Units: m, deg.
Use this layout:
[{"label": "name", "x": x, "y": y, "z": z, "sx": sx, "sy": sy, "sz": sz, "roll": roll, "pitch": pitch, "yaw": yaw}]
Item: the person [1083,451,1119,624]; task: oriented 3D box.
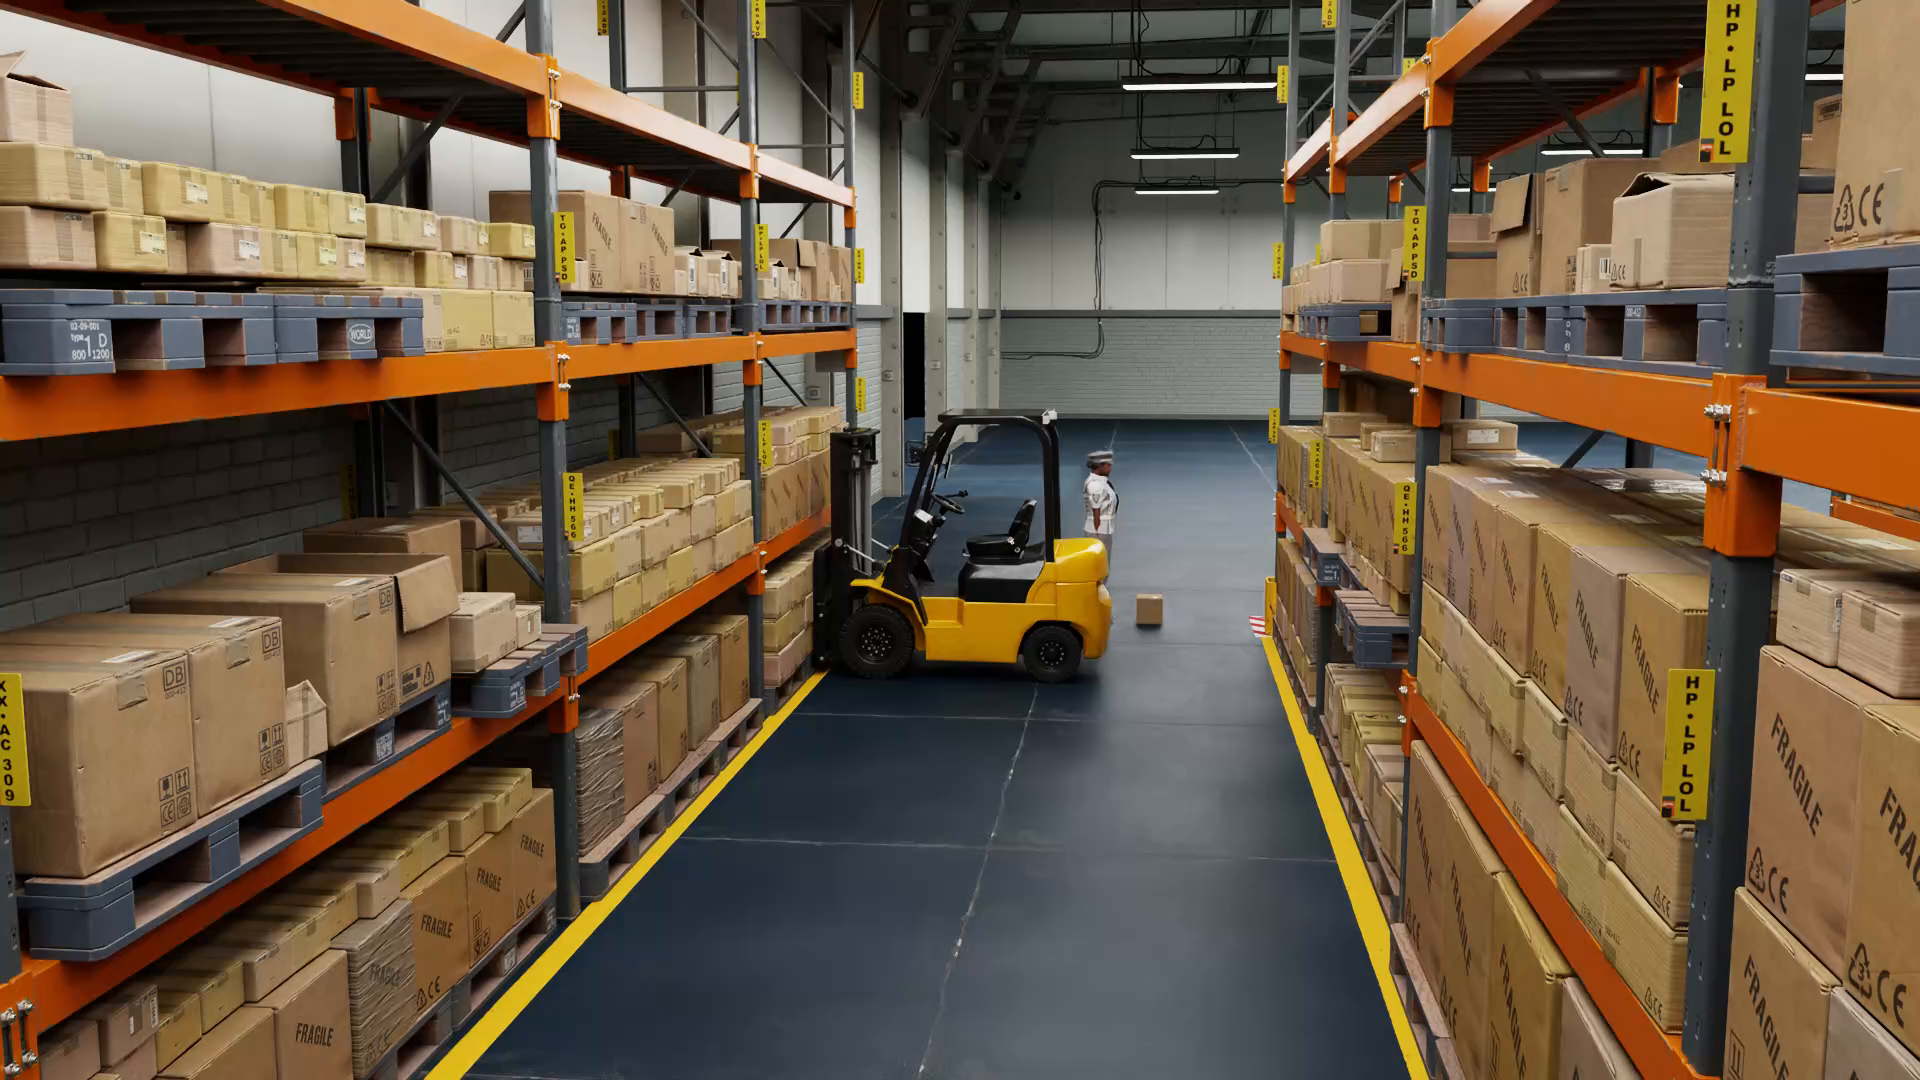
[{"label": "person", "x": 1.355, "y": -0.033, "z": 16.084, "sx": 0.341, "sy": 1.659, "sz": 0.438, "roll": 1, "pitch": 8, "yaw": 7}]
